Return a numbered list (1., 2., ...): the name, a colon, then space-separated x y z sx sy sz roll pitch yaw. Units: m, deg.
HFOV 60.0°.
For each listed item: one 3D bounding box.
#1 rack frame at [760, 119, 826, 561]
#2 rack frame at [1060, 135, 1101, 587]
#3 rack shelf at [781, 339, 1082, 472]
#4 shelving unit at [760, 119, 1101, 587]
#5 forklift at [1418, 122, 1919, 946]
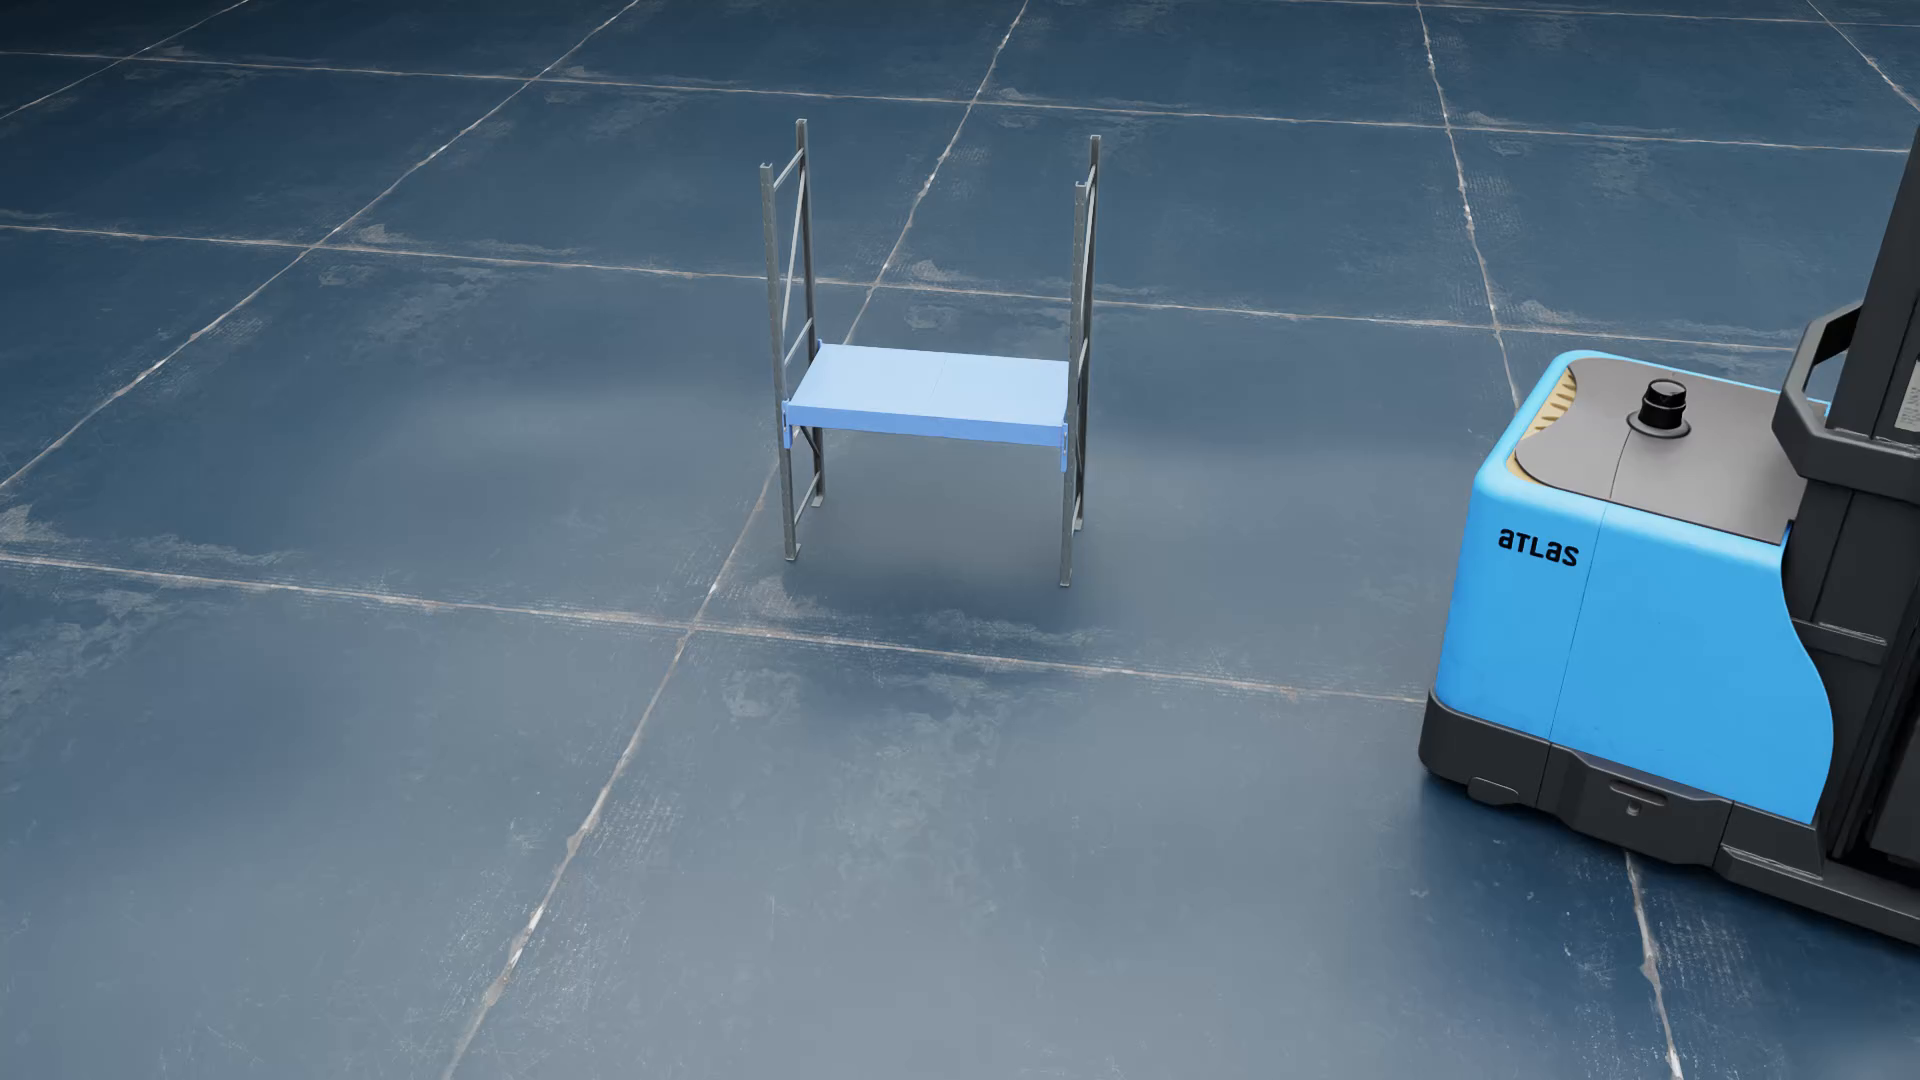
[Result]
1. rack frame: -0.585 -0.689 5.937 0.032 1.500 0.500 5 32 8
2. rack frame: 0.417 -0.598 5.792 0.032 1.500 0.500 5 32 8
3. rack shelf: -0.084 -0.491 5.960 1.000 0.185 0.538 5 32 8
4. shelving unit: -0.084 -0.643 5.864 1.048 1.500 0.538 5 32 8
5. forklift: 2.925 -0.326 4.008 3.031 2.935 1.130 18 36 26
